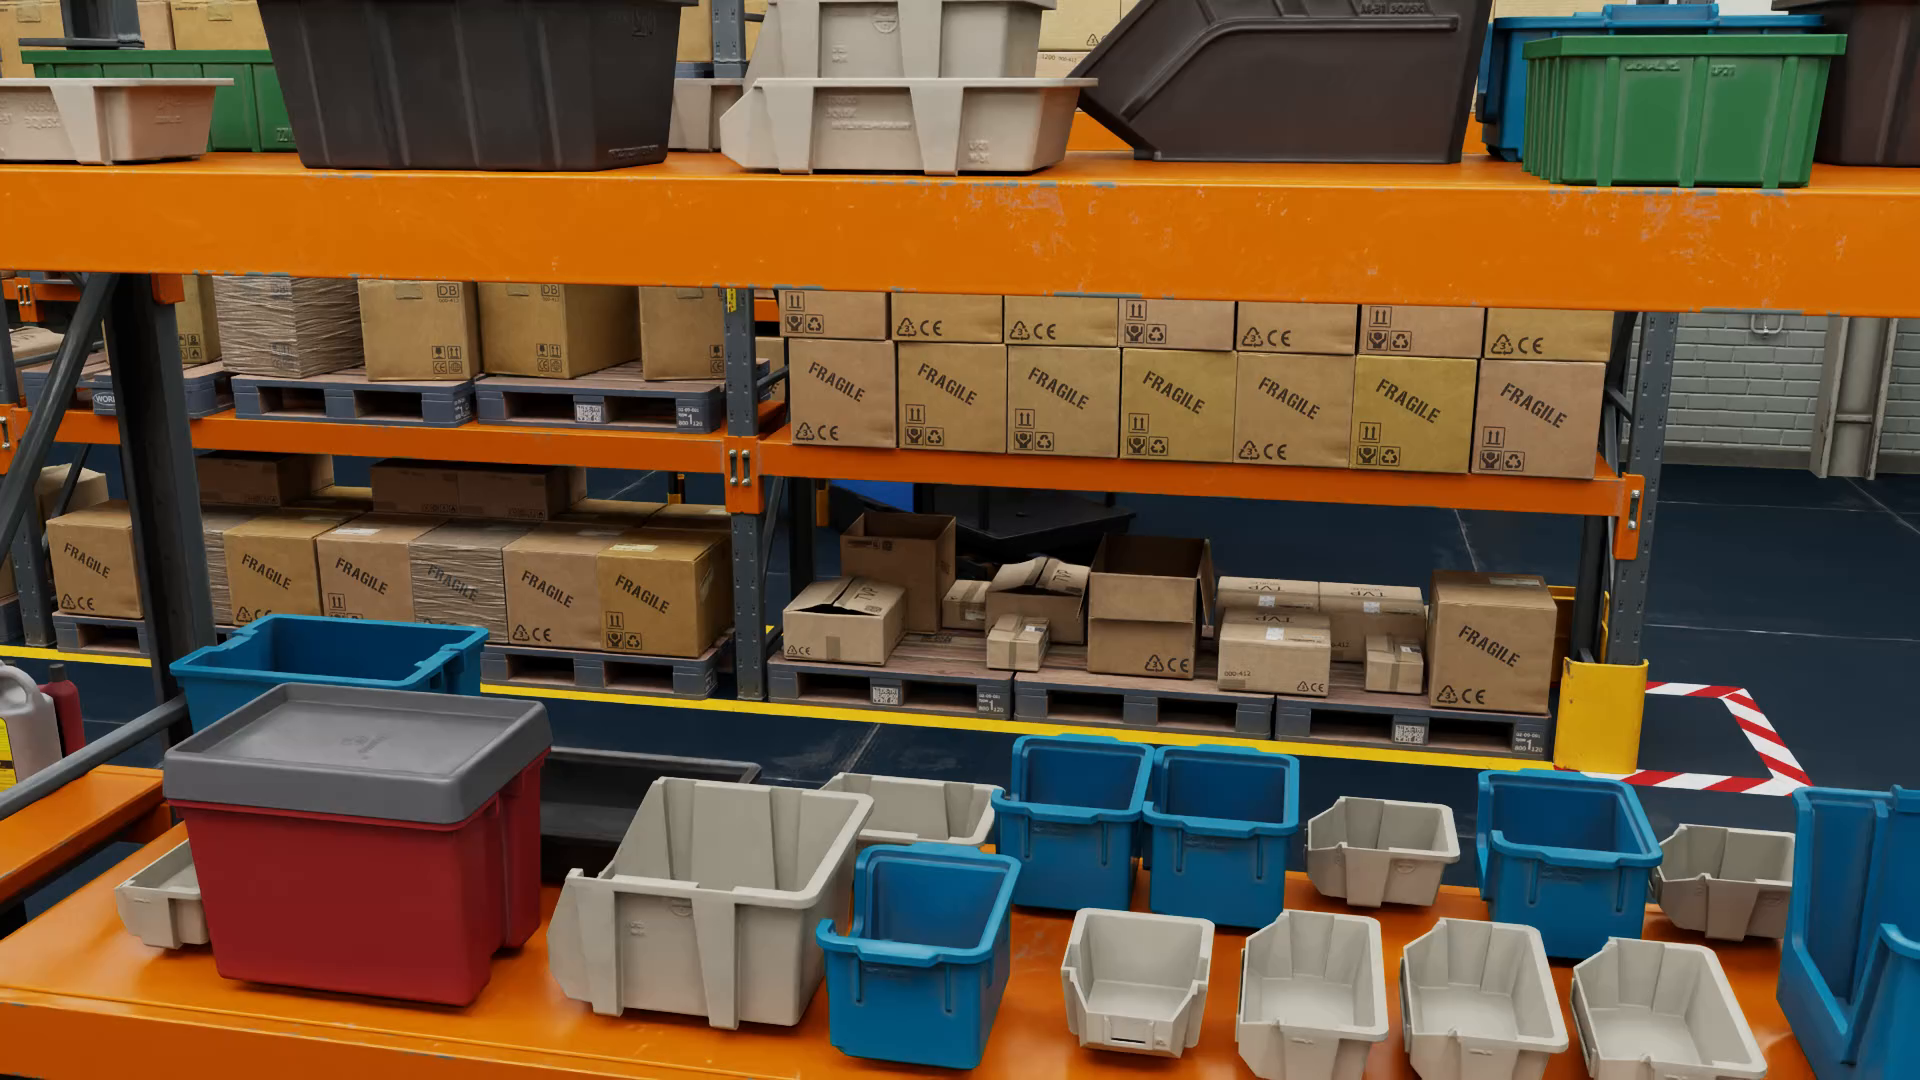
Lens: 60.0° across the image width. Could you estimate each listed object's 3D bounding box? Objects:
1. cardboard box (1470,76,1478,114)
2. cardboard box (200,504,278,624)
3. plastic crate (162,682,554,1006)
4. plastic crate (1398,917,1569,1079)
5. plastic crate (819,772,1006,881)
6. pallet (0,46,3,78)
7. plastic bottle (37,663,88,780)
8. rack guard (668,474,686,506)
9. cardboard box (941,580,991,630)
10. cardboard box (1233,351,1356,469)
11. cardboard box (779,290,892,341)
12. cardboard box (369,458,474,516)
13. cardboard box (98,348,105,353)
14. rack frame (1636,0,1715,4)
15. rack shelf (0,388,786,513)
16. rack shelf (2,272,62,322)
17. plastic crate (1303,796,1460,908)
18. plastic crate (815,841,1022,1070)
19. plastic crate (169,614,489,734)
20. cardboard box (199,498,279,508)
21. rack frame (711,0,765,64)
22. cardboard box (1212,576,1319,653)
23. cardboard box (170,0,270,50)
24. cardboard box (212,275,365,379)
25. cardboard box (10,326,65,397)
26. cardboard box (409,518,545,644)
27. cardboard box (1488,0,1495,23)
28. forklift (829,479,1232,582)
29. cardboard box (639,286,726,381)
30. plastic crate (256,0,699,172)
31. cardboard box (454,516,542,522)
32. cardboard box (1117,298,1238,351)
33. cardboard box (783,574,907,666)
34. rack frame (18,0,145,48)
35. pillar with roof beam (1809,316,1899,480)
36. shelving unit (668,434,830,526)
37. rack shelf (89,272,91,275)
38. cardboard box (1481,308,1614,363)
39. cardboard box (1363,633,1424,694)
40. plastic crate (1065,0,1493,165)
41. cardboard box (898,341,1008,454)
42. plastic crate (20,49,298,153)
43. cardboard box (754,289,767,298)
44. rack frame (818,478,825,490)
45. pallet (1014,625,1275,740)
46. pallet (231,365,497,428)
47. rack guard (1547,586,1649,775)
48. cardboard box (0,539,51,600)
[{"bbox_3d":[1.945,-1.934,7.016,0.500,0.250,0.500,3,16,11],"label":"cardboard box"},{"bbox_3d":[-3.947,0.120,8.799,0.500,0.500,0.500,3,16,9],"label":"cardboard box"},{"bbox_3d":[-1.096,0.563,3.107,0.583,0.464,0.402,3,16,11],"label":"plastic crate"},{"bbox_3d":[0.882,0.806,2.846,0.243,0.136,0.396,3,16,11],"label":"plastic crate"},{"bbox_3d":[-0.155,0.622,3.508,0.466,0.136,0.293,3,16,11],"label":"plastic crate"},{"bbox_3d":[-2.709,-0.861,3.215,1.003,0.211,1.213,3,16,11],"label":"pallet"},{"bbox_3d":[-2.196,0.435,4.020,0.133,0.283,0.061,3,16,11],"label":"plastic bottle"},{"bbox_3d":[-1.953,-0.263,11.472,0.087,0.250,0.587,-2,16,-6],"label":"rack guard"},{"bbox_3d":[0.064,0.337,8.674,0.250,0.149,0.380,3,16,11],"label":"cardboard box"},{"bbox_3d":[1.499,-0.628,7.453,0.500,0.500,0.500,3,16,12],"label":"cardboard box"},{"bbox_3d":[-0.525,-1.217,7.706,0.500,0.500,0.500,4,16,13],"label":"cardboard box"},{"bbox_3d":[-2.828,-0.323,8.994,0.500,0.250,0.500,3,16,10],"label":"cardboard box"},{"bbox_3d":[-7.062,-1.480,14.573,0.500,0.500,0.700,4,16,13],"label":"cardboard box"},{"bbox_3d":[2.989,-3.464,6.640,0.127,3.000,1.000,3,16,11],"label":"rack frame"},{"bbox_3d":[-2.890,-0.545,8.689,4.000,0.370,1.077,3,16,11],"label":"rack shelf"},{"bbox_3d":[-9.746,-2.267,14.904,4.000,0.370,1.077,3,16,11],"label":"rack shelf"},{"bbox_3d":[0.860,0.647,3.419,0.298,0.136,0.250,3,16,11],"label":"plastic crate"},{"bbox_3d":[-0.065,0.732,2.930,0.300,0.233,0.416,3,16,11],"label":"plastic crate"},{"bbox_3d":[-1.396,0.424,3.758,0.575,0.384,0.392,3,16,11],"label":"plastic crate"},{"bbox_3d":[-3.887,-0.017,9.294,0.500,0.500,0.500,4,16,13],"label":"cardboard box"},{"bbox_3d":[-0.931,-3.677,7.408,0.127,3.000,1.000,3,16,11],"label":"rack frame"},{"bbox_3d":[1.533,0.384,8.313,0.500,0.250,0.500,3,16,11],"label":"cardboard box"},{"bbox_3d":[-3.407,-2.423,8.313,0.500,0.500,0.910,3,16,11],"label":"cardboard box"},{"bbox_3d":[-3.353,-1.146,8.537,0.500,0.500,0.700,6,17,22],"label":"cardboard box"},{"bbox_3d":[-5.198,-0.986,9.100,0.500,0.311,0.500,4,16,15],"label":"cardboard box"},{"bbox_3d":[-2.445,0.201,8.507,0.500,0.500,0.500,3,16,12],"label":"cardboard box"},{"bbox_3d":[1.945,-2.174,6.947,0.500,0.250,0.500,3,16,11],"label":"cardboard box"},{"bbox_3d":[0.387,-1.261,10.053,1.130,2.935,3.031,-11,19,-34],"label":"forklift"},{"bbox_3d":[-1.350,-1.120,8.442,0.500,0.500,0.700,-2,16,-8],"label":"cardboard box"},{"bbox_3d":[-0.759,-0.735,2.651,0.590,0.269,0.497,3,16,11],"label":"plastic crate"},{"bbox_3d":[-2.369,0.064,9.002,0.500,0.500,0.500,3,16,12],"label":"cardboard box"},{"bbox_3d":[0.991,-1.135,7.410,0.500,0.500,0.500,4,16,13],"label":"cardboard box"},{"bbox_3d":[-0.562,0.377,8.224,0.500,0.311,0.500,3,16,11],"label":"cardboard box"},{"bbox_3d":[-1.921,-2.381,2.731,0.127,3.000,1.000,3,16,11],"label":"rack frame"},{"bbox_3d":[5.933,-3.716,7.551,0.400,9.000,9.100,3,16,11],"label":"pillar with roof beam"},{"bbox_3d":[-1.458,-0.880,11.359,1.083,1.500,0.587,-2,16,-6],"label":"shelving unit"},{"bbox_3d":[-3.881,-0.695,3.611,4.000,0.370,1.077,3,16,11],"label":"rack shelf"},{"bbox_3d":[2.498,-1.055,7.120,0.500,0.500,0.500,3,16,11],"label":"cardboard box"},{"bbox_3d":[2.028,0.571,7.795,0.250,0.166,0.380,3,16,11],"label":"cardboard box"},{"bbox_3d":[0.556,-0.846,2.924,0.767,0.338,0.504,3,16,11],"label":"plastic crate"},{"bbox_3d":[0.017,-0.709,7.745,0.500,0.500,0.500,3,16,12],"label":"cardboard box"},{"bbox_3d":[-1.446,-0.890,3.364,0.662,0.188,0.450,3,16,11],"label":"plastic crate"},{"bbox_3d":[-1.571,-1.993,13.001,0.250,0.149,0.380,3,16,10],"label":"cardboard box"},{"bbox_3d":[-0.962,-0.895,11.412,0.032,1.500,0.500,-2,16,-6],"label":"rack frame"},{"bbox_3d":[0.941,0.660,8.216,1.213,0.211,1.003,3,16,11],"label":"pallet"},{"bbox_3d":[-2.944,-0.804,8.633,1.213,0.211,1.003,3,16,11],"label":"pallet"},{"bbox_3d":[2.915,0.628,7.789,0.348,0.500,1.175,3,16,11],"label":"rack guard"},{"bbox_3d":[-5.415,0.160,9.159,0.500,0.250,0.500,3,16,12],"label":"cardboard box"}]
